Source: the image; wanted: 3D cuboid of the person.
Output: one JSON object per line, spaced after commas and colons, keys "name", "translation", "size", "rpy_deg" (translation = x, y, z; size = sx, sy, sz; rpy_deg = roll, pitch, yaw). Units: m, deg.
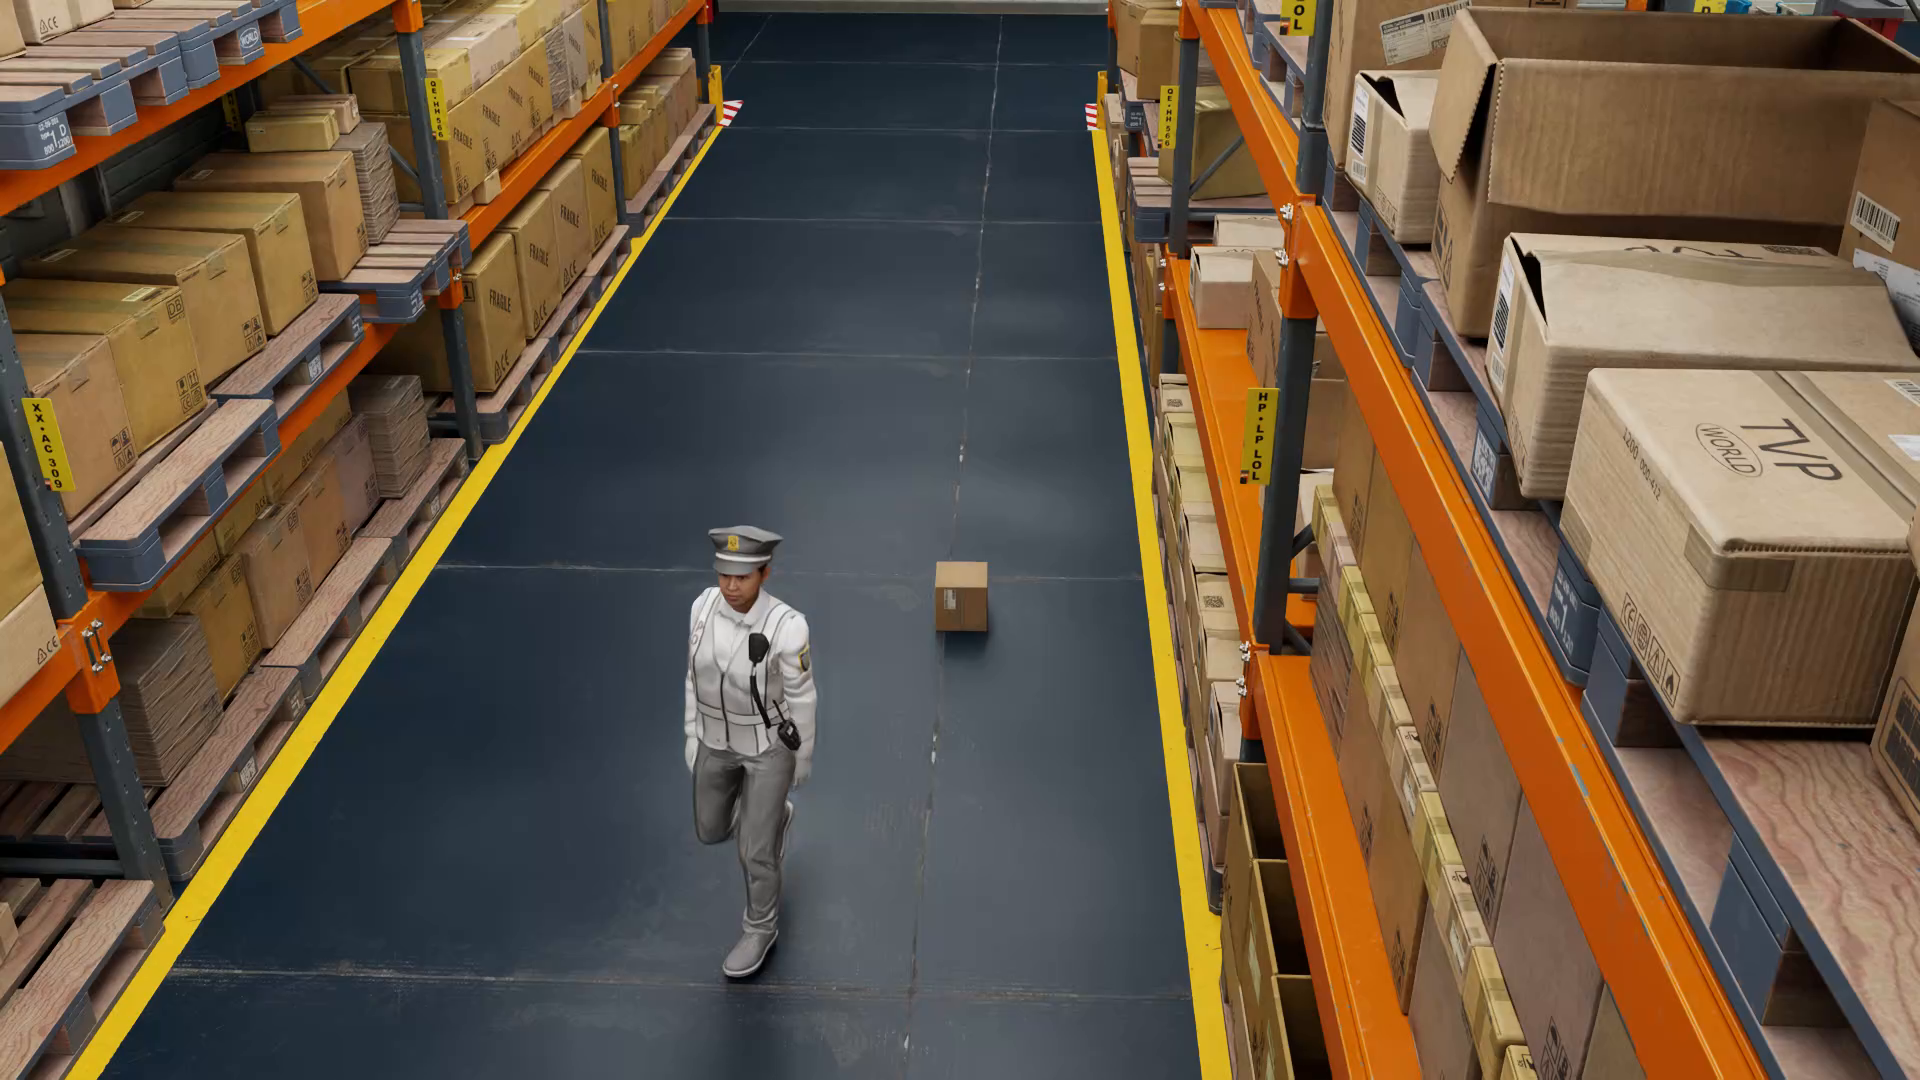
{"name": "person", "translation": [-0.715, 0.674, 5.785], "size": [0.485, 1.671, 0.664], "rpy_deg": [12, 30, 21]}
